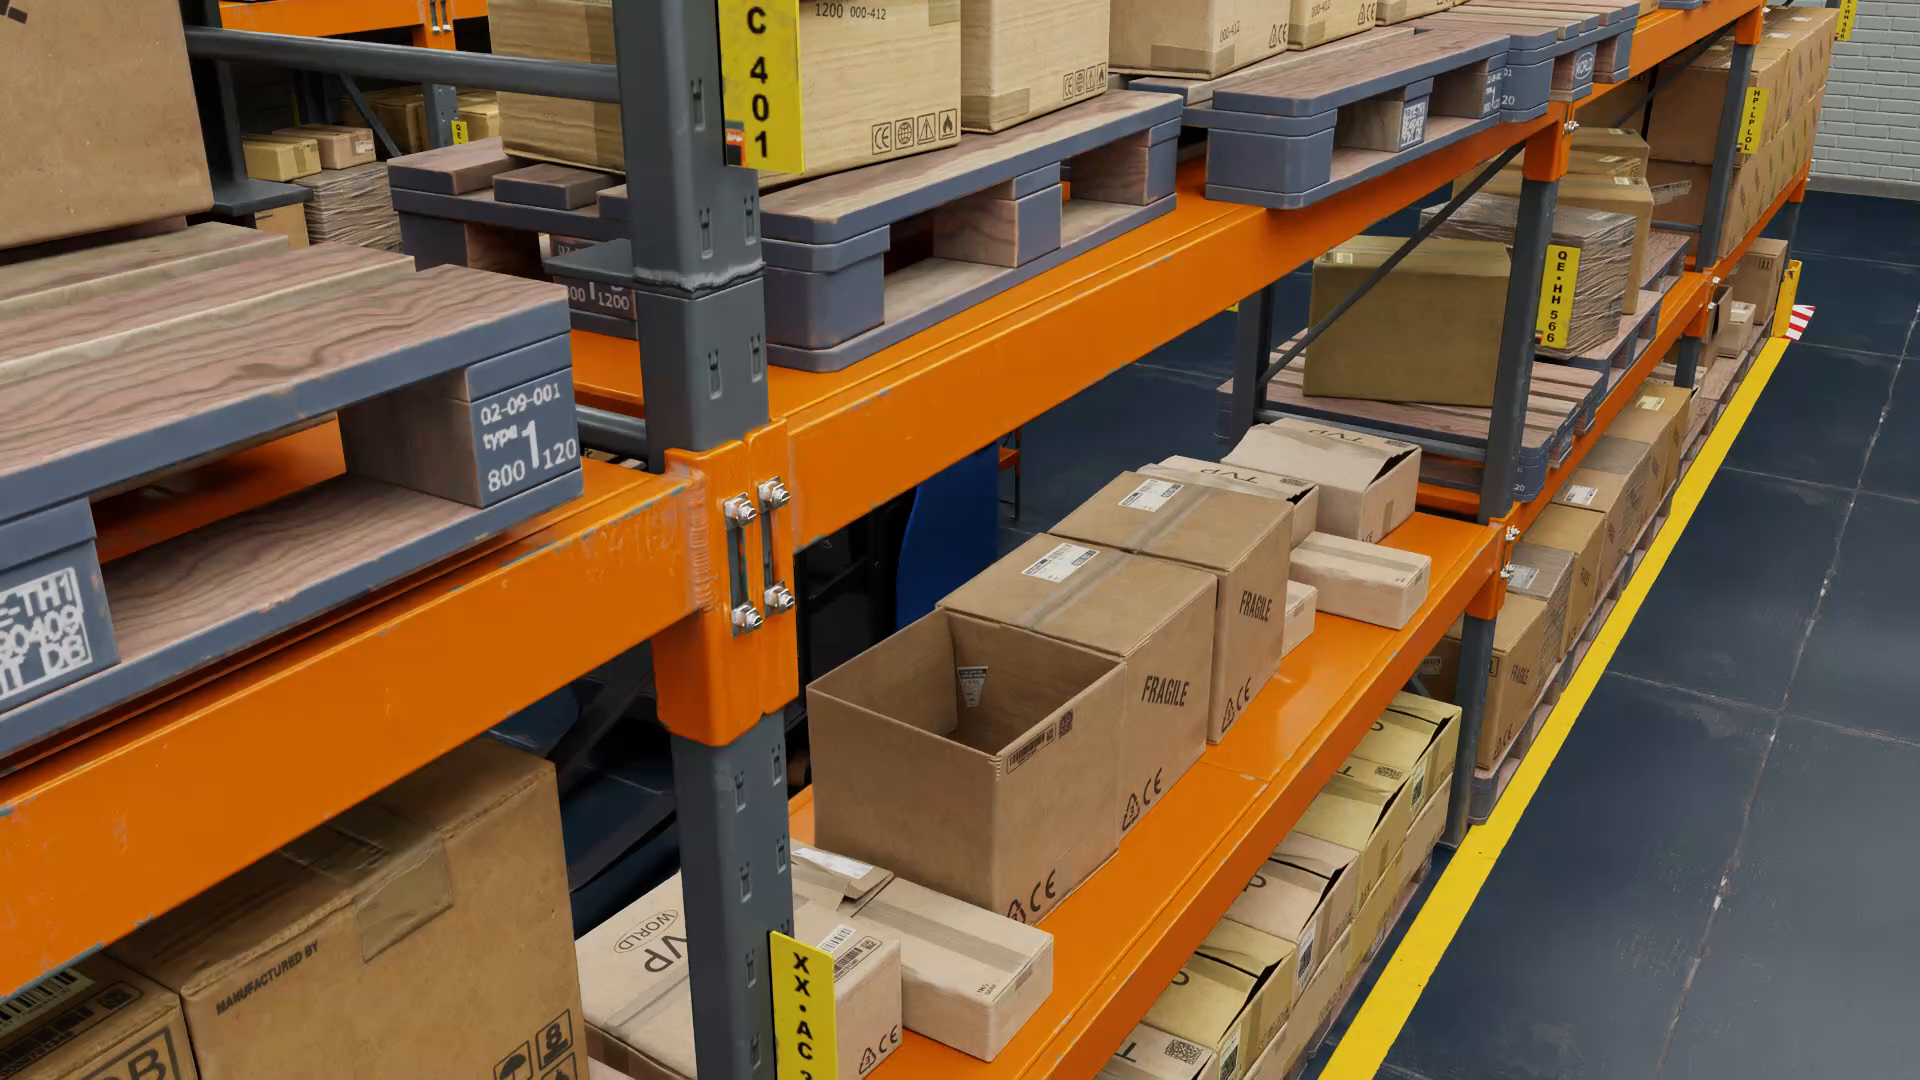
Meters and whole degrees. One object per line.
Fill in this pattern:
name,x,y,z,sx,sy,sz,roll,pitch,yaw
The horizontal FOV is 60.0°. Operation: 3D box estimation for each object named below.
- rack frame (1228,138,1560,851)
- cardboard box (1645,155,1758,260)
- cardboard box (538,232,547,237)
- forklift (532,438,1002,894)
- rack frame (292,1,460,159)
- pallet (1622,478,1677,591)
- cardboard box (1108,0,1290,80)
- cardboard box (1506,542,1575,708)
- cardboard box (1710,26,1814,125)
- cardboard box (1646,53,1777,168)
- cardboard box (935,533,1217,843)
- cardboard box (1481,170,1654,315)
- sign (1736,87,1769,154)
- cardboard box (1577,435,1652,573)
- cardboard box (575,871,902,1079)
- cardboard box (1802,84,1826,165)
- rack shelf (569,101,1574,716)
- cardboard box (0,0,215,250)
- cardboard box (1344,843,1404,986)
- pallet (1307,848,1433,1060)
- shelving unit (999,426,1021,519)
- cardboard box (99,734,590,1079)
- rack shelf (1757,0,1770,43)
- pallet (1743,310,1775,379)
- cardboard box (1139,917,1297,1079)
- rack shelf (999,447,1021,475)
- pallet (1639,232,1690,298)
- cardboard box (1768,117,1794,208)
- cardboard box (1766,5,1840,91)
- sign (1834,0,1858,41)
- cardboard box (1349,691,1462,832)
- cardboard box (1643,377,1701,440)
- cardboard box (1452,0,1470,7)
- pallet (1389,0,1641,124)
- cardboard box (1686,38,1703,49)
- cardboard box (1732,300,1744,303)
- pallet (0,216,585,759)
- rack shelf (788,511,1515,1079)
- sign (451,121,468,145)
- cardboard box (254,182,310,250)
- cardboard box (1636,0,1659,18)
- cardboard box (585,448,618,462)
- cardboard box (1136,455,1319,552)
rack frame,1.431,-0.358,5.802,1.000,3.000,0.127,14,27,29
cardboard box,4.041,-1.869,9.166,0.500,0.500,0.500,15,27,30
cardboard box,-2.306,-1.697,8.369,0.500,0.500,0.500,15,27,30
forklift,-0.917,-0.566,6.369,1.130,2.935,3.031,11,26,24
rack frame,-2.779,-1.395,8.197,1.000,3.000,0.127,14,27,29
pallet,3.144,-0.146,8.822,1.003,0.211,1.213,14,27,29
cardboard box,0.382,-1.141,3.495,0.500,0.250,0.500,11,26,25
cardboard box,2.185,0.315,6.839,0.500,0.500,0.500,13,27,27
cardboard box,4.844,-2.835,10.139,0.500,0.500,0.500,15,27,31
cardboard box,4.029,-2.313,8.933,0.500,0.500,0.500,15,27,30
cardboard box,0.282,0.343,4.056,0.500,0.500,0.500,14,27,29
cardboard box,2.662,-1.338,7.410,0.700,0.500,0.500,7,24,16
sign,4.015,-2.125,8.425,0.100,0.325,0.005,14,27,29
cardboard box,2.992,-0.202,8.034,0.500,0.500,0.500,14,27,30
cardboard box,-0.456,0.885,3.118,0.500,0.250,0.500,16,28,32
cardboard box,5.646,-2.896,11.538,0.500,0.500,0.500,15,27,31
rack shelf,0.376,-0.730,3.790,1.077,0.370,4.000,14,27,29
cardboard box,-1.168,-0.573,1.691,0.500,0.500,0.500,16,28,33
cardboard box,1.092,1.114,5.333,0.500,0.250,0.500,14,27,28
pallet,0.964,1.191,5.733,1.003,0.211,1.213,14,27,29
shelving unit,0.087,-0.606,8.641,0.258,1.200,0.503,14,27,29
cardboard box,-0.907,0.502,2.057,0.700,0.500,0.500,14,27,29
rack shelf,4.596,-3.430,10.027,1.077,0.370,4.000,14,27,29
pallet,5.191,-1.484,11.912,1.003,0.211,1.213,14,27,29
cardboard box,0.561,1.197,4.436,0.500,0.311,0.500,15,27,30
rack shelf,0.087,-0.363,8.746,0.258,0.148,0.480,14,27,29
pallet,3.027,-1.373,8.388,1.003,0.211,1.213,14,27,29
cardboard box,4.842,-2.383,10.353,0.500,0.500,0.500,13,27,28
cardboard box,5.650,-3.355,11.340,0.500,0.500,0.500,14,27,29
sign,6.112,-3.612,11.462,0.100,0.325,0.005,14,27,29
cardboard box,1.364,0.682,5.626,0.500,0.311,0.500,15,27,30
cardboard box,3.946,-0.773,9.590,0.500,0.311,0.500,14,27,29
cardboard box,1.240,-1.694,4.771,0.500,0.250,0.500,12,26,25
pallet,1.149,-1.400,4.671,1.213,0.211,1.003,15,28,31
cardboard box,4.122,-2.782,10.015,0.500,0.500,0.500,14,27,29
cardboard box,5.284,-1.607,11.699,0.380,0.166,0.250,14,27,29
pallet,-1.107,-0.051,1.428,1.003,0.211,1.213,14,27,29
rack shelf,0.376,0.647,4.386,1.077,0.370,4.000,14,27,29
sign,-2.313,-1.780,7.727,0.100,0.325,0.005,14,27,29
cardboard box,-3.290,-1.288,7.270,0.700,0.500,0.500,11,26,24
cardboard box,2.176,-2.283,6.346,0.910,0.500,0.500,14,27,29
cardboard box,-2.280,-0.822,9.050,0.750,0.750,0.750,13,27,28
cardboard box,0.795,-0.056,5.216,0.500,0.311,0.500,14,27,28
